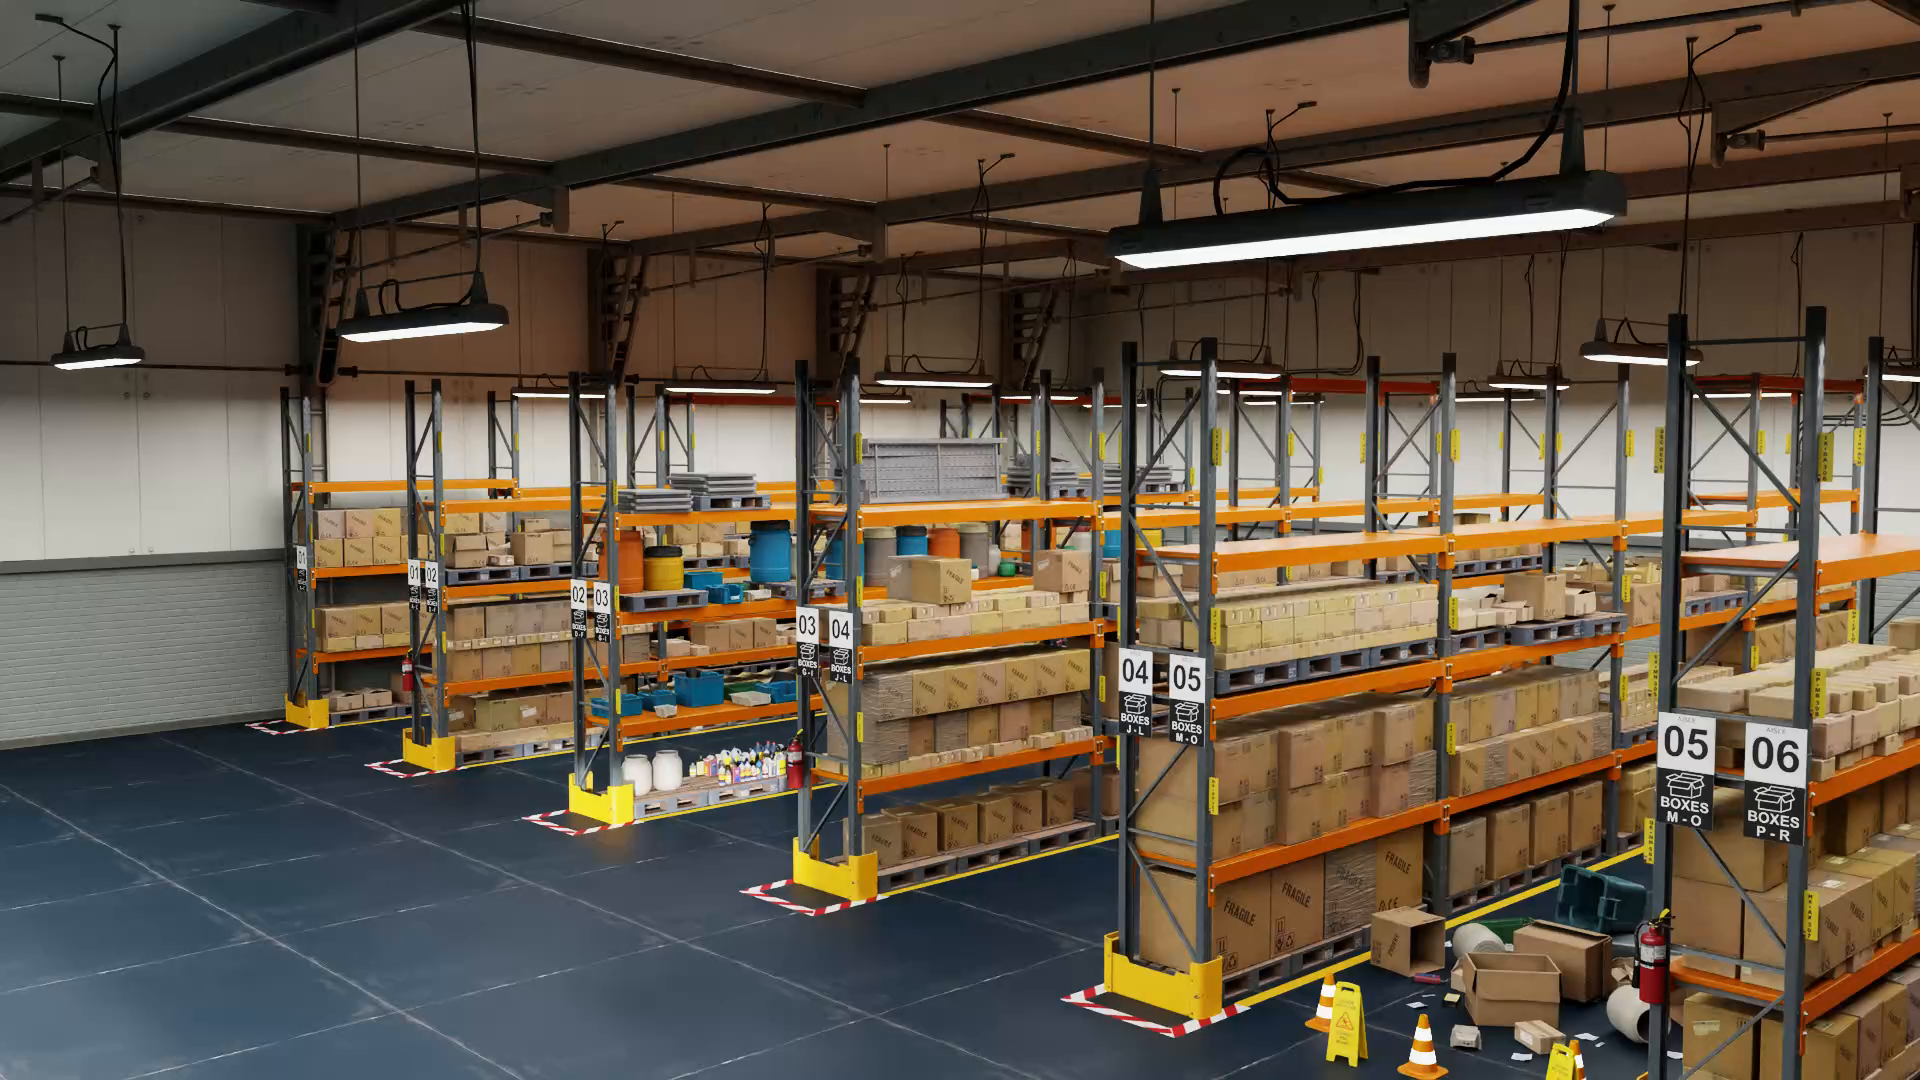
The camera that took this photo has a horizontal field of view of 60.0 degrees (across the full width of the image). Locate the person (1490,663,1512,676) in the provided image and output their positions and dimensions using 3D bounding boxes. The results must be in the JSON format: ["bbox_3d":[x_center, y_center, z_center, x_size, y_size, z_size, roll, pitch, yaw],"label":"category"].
[{"bbox_3d":[8.415,2.661,25.578,0.699,1.759,0.911,3,5,38],"label":"person"}]

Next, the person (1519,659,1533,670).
[{"bbox_3d":[8.983,2.658,26.437,0.578,1.657,0.633,4,5,45],"label":"person"}]
